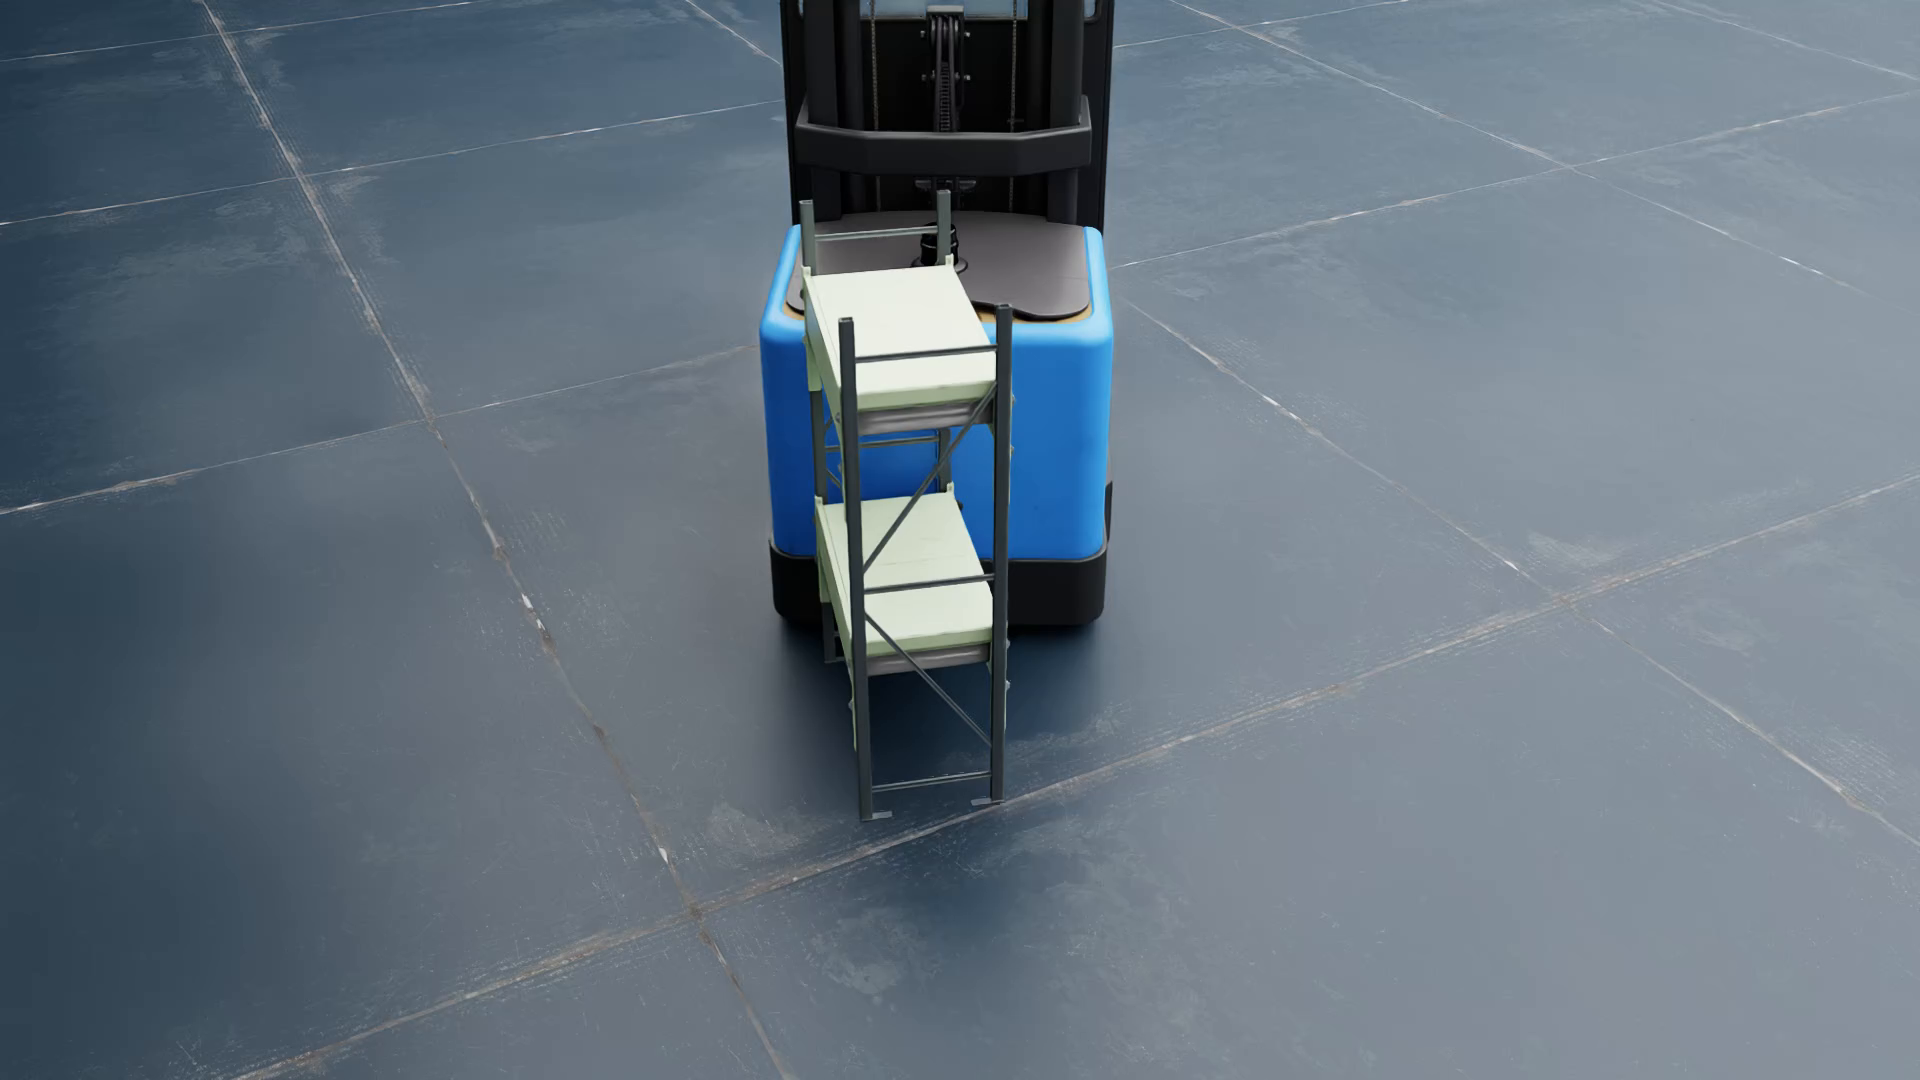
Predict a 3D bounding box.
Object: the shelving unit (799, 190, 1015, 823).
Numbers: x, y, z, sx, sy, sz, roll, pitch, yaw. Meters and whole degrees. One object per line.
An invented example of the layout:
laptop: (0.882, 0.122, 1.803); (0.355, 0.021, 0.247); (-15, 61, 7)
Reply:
shelving unit: (-0.150, -0.079, 4.484); (0.431, 1.500, 0.755); (-6, 33, -10)

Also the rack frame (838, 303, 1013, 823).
rack frame: (-0.077, 0.114, 4.182); (0.400, 1.500, 0.023); (-6, 33, -10)

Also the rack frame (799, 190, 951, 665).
rack frame: (-0.223, -0.273, 4.786); (0.400, 1.500, 0.023); (-6, 33, -10)

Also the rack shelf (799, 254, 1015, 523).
rack shelf: (-0.150, -0.408, 4.273); (0.431, 0.370, 0.720); (-6, 33, -10)

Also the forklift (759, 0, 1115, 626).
forklift: (-0.036, -1.727, 5.729); (1.130, 2.935, 3.031); (1, 33, 1)

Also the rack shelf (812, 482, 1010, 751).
rack shelf: (-0.150, 0.195, 4.659); (0.431, 0.370, 0.720); (-6, 33, -10)
